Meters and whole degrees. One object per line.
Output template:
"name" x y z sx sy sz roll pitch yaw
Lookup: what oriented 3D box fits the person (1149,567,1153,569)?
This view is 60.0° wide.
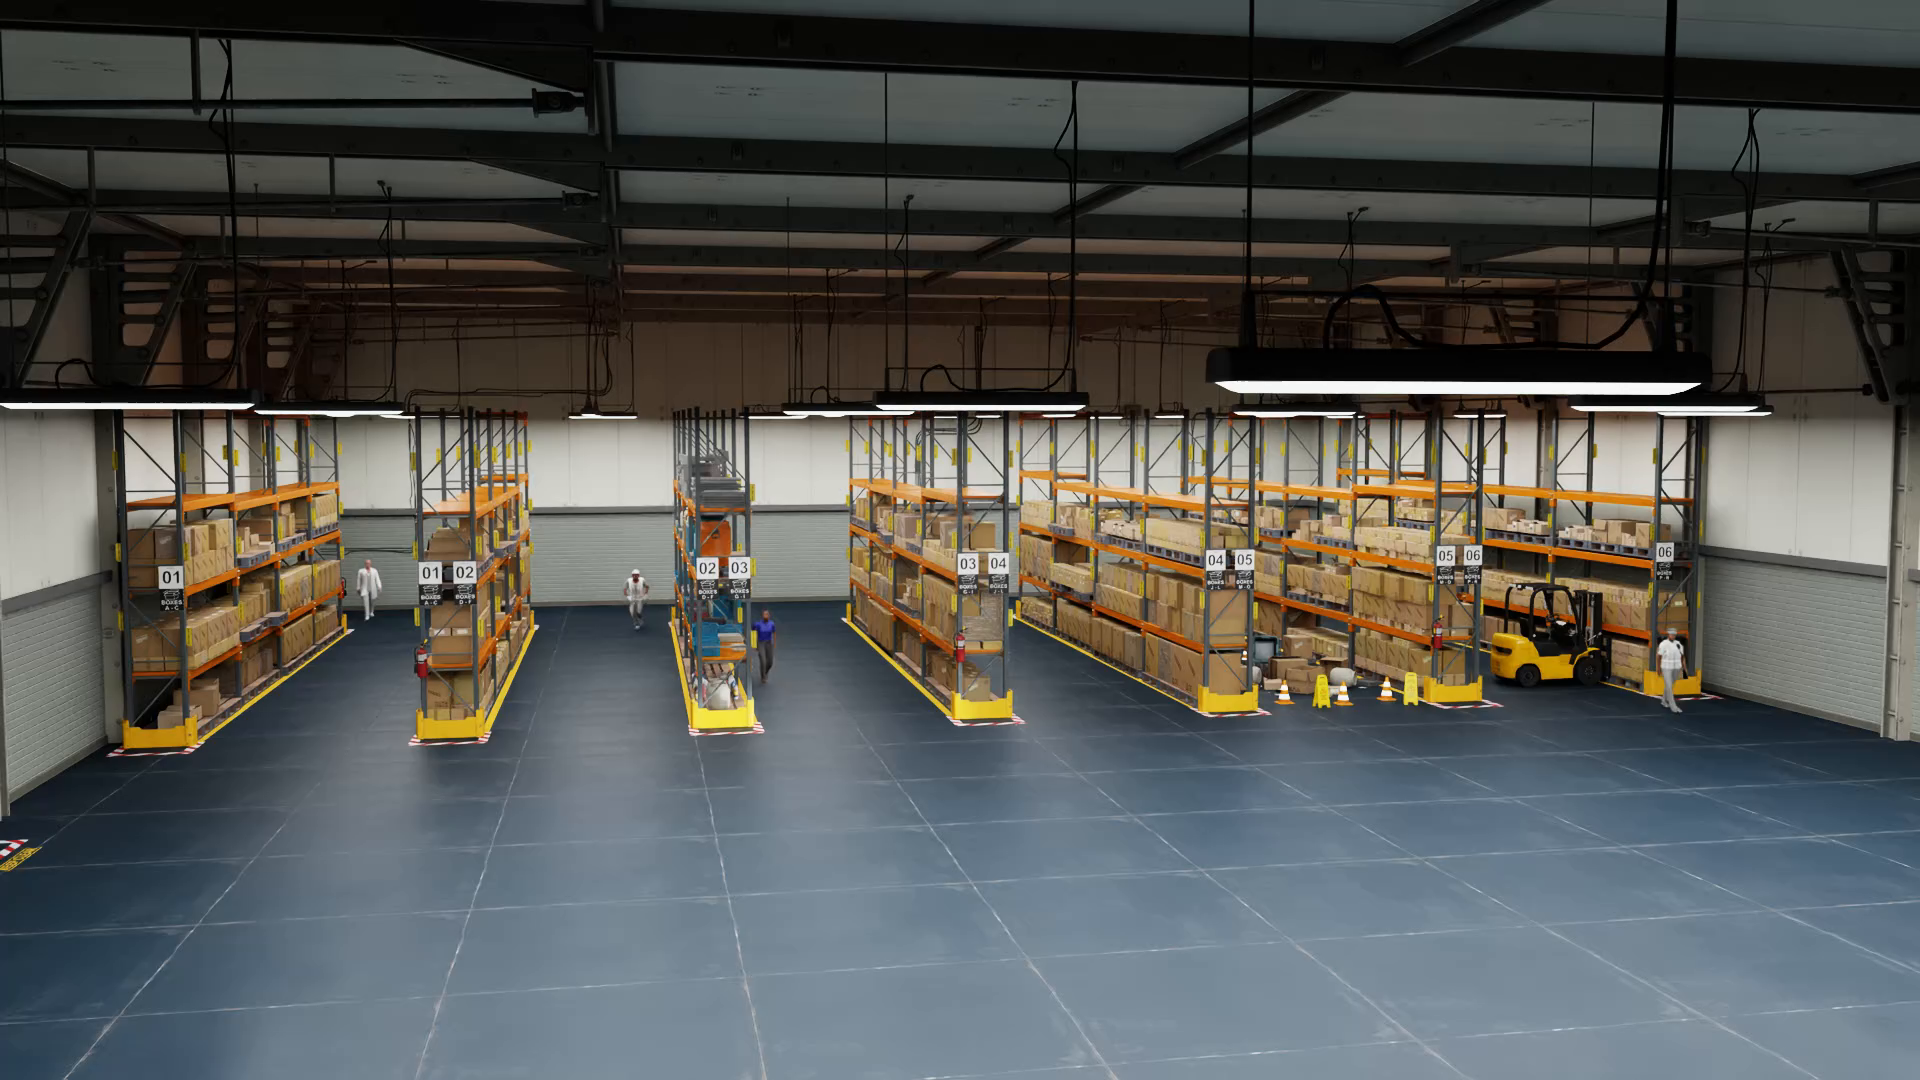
"person" 5.417 1.574 47.239 0.373 1.612 0.445 2 5 29

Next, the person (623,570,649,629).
"person" -8.912 1.635 45.747 0.681 1.681 0.655 0 4 -1

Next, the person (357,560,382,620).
"person" -17.057 1.428 47.998 0.662 1.727 1.159 -2 4 -25

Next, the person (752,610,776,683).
"person" -4.321 2.327 36.589 0.586 1.604 0.562 -1 4 -19

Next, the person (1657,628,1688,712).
"person" 14.111 2.546 32.891 0.462 1.633 0.956 0 4 -3
